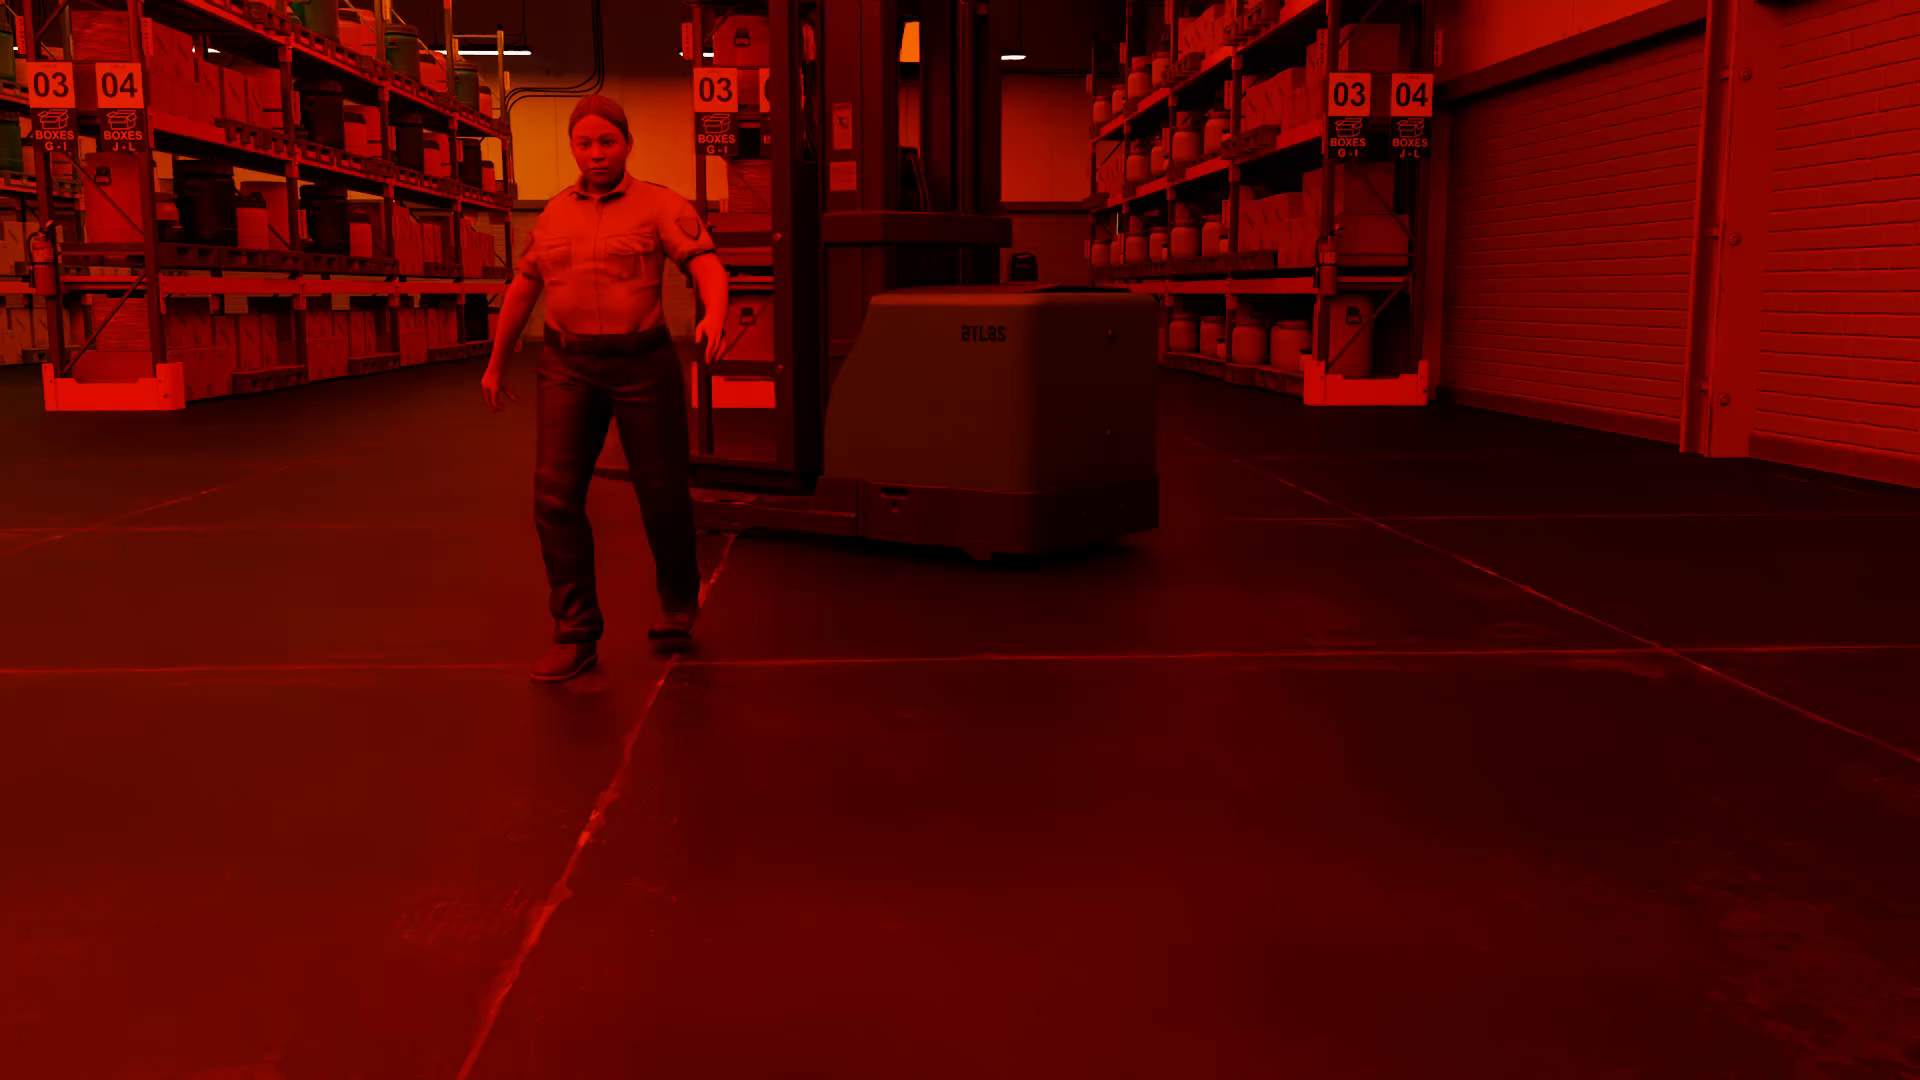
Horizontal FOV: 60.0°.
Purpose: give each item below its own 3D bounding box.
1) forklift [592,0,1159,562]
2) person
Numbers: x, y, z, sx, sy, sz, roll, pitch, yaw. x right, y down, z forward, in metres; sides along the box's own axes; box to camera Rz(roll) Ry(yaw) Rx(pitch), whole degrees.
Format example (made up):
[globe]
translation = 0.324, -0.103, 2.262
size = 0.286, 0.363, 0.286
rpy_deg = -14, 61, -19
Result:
[forklift]
translation = -0.626, -1.512, 7.511
size = 3.031, 2.935, 1.130
rpy_deg = 6, 11, 37
[person]
translation = -1.025, -0.443, 4.791
size = 0.849, 1.628, 0.690
rpy_deg = 1, 8, 5
